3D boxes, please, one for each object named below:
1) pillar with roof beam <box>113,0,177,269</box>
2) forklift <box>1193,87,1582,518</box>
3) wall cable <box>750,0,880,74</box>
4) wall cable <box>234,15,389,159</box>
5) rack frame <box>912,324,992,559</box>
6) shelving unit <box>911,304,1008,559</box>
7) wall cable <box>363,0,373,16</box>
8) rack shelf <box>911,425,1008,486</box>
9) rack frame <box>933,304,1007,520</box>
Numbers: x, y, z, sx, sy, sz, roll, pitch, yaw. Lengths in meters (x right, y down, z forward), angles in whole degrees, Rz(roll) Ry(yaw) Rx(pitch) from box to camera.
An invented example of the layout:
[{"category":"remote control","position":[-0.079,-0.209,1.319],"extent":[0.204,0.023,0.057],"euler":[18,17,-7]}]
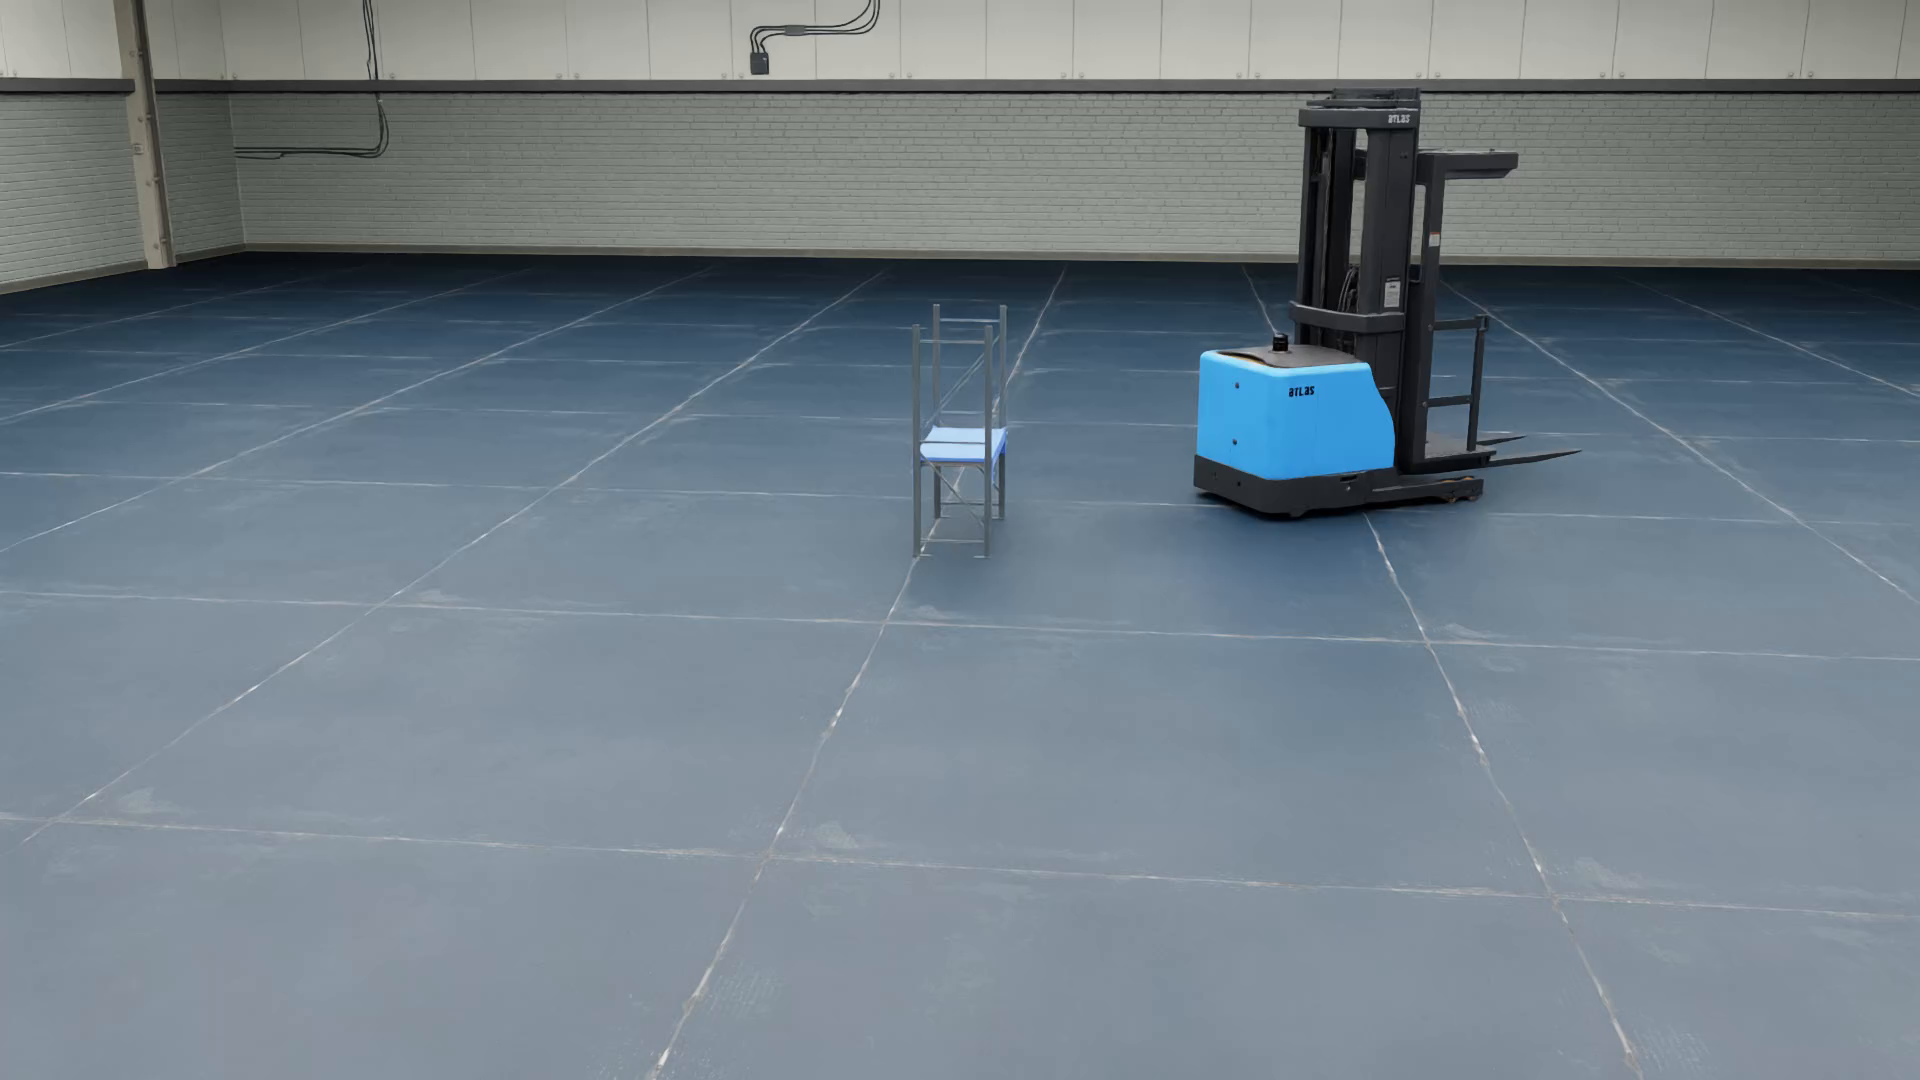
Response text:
[{"category":"pillar with roof beam","position":[-9.332,-8.865,26.709],"extent":[9.100,9.000,0.400],"euler":[2,15,6]},{"category":"forklift","position":[3.302,-1.809,12.236],"extent":[3.031,2.935,1.130],"euler":[-7,17,-24]},{"category":"wall cable","position":[-2.533,-11.075,28.366],"extent":[2.305,6.003,0.169],"euler":[2,15,6]},{"category":"wall cable","position":[-11.964,-8.218,30.265],"extent":[3.097,2.526,0.112],"euler":[2,15,6]},{"category":"rack frame","position":[-0.048,-0.614,10.561],"extent":[0.500,1.500,0.032],"euler":[2,15,6]},{"category":"shelving unit","position":[0.010,-0.746,11.048],"extent":[0.538,1.500,1.048],"euler":[2,15,6]},{"category":"wall cable","position":[-9.276,-10.577,29.311],"extent":[3.097,2.526,0.112],"euler":[2,15,6]},{"category":"rack shelf","position":[0.010,-0.572,11.095],"extent":[0.538,0.185,1.000],"euler":[2,15,6]},{"category":"rack frame","position":[0.067,-0.878,11.536],"extent":[0.500,1.500,0.032],"euler":[2,15,6]}]
